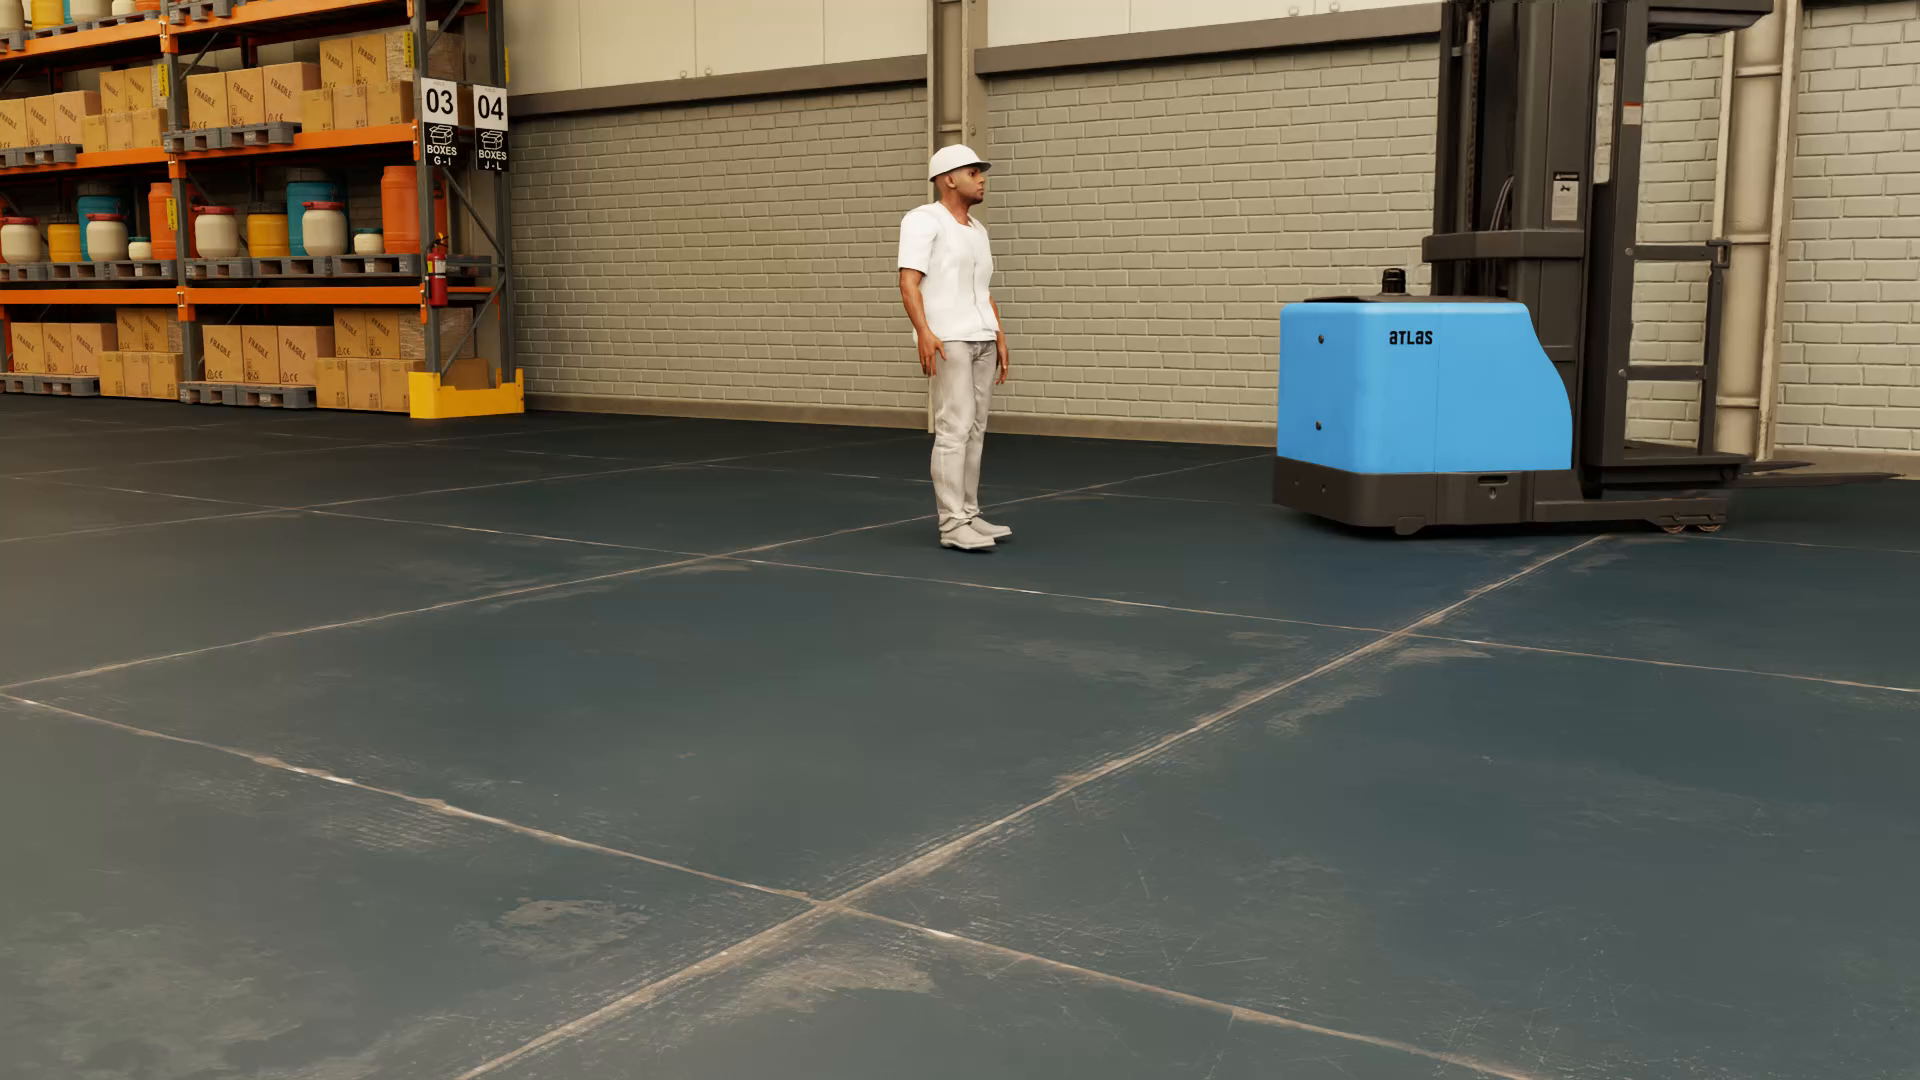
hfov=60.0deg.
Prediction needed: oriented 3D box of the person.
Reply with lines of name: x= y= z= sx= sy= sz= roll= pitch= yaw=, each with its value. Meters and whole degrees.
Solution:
person: x=0.054 y=-0.876 z=7.435 sx=0.577 sy=1.765 sz=0.665 roll=5 pitch=10 yaw=34

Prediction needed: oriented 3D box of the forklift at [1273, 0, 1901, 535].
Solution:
forklift: x=3.156 y=-1.554 z=8.124 sx=3.031 sy=2.935 sz=1.130 roll=-2 pitch=8 yaw=-13
